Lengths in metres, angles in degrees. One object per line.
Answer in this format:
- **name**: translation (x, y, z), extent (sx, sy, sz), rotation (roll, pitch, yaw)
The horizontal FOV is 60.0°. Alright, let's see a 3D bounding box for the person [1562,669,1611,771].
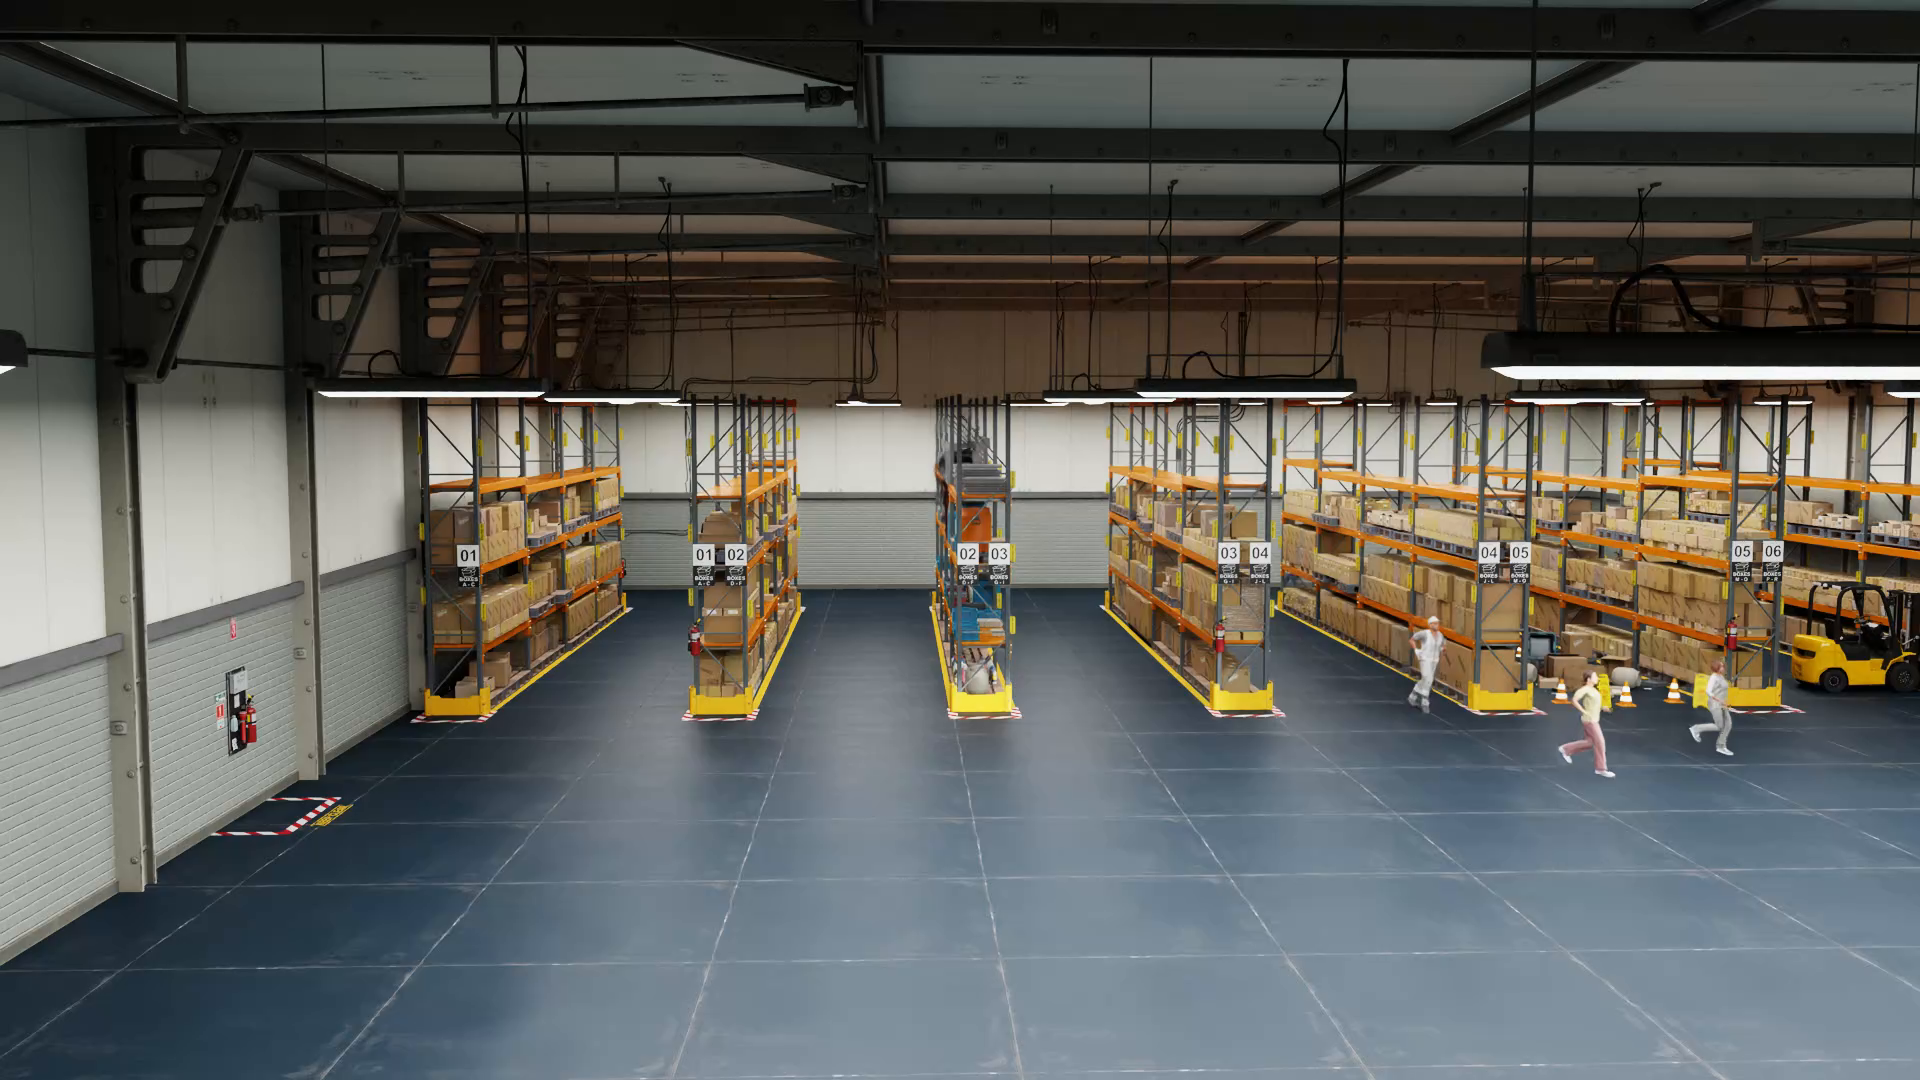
- **person**: translation (9.819, 2.806, 26.101), extent (0.709, 1.580, 0.579), rotation (3, 5, 34)

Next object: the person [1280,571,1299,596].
- **person**: translation (9.772, 1.039, 48.844), extent (0.782, 1.777, 0.688), rotation (-1, 5, -11)

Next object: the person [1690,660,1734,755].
- **person**: translation (12.576, 2.774, 27.732), extent (0.691, 1.575, 0.544), rotation (4, 6, 43)

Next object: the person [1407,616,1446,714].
- **person**: translation (8.925, 2.357, 31.710), extent (0.657, 1.837, 0.750), rotation (-2, 5, -26)
